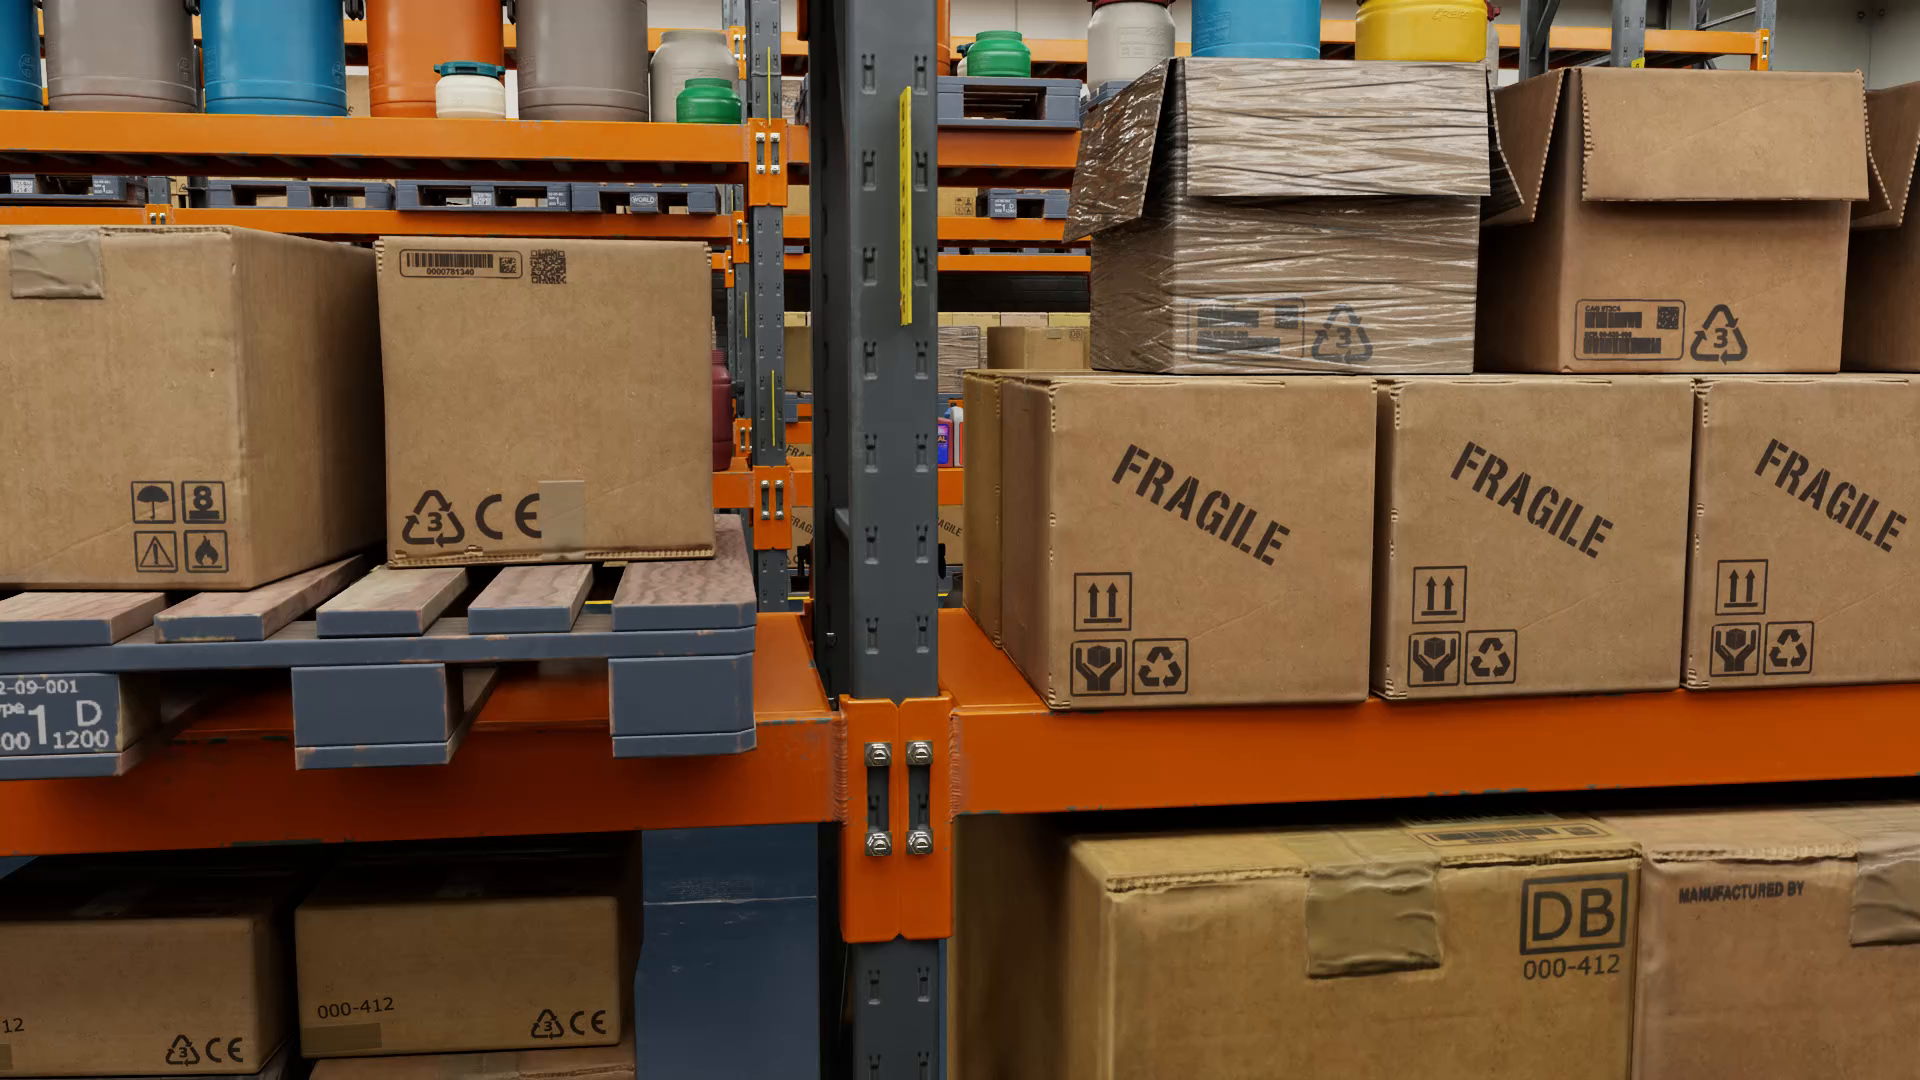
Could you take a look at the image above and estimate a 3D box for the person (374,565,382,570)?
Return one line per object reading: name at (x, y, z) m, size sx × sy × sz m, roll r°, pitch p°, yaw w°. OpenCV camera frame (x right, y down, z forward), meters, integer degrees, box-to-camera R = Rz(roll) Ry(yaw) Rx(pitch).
person at (-3.537, -0.197, 10.343) m, size 0.996 × 1.632 × 0.486 m, roll 2°, pitch 7°, yaw 14°
